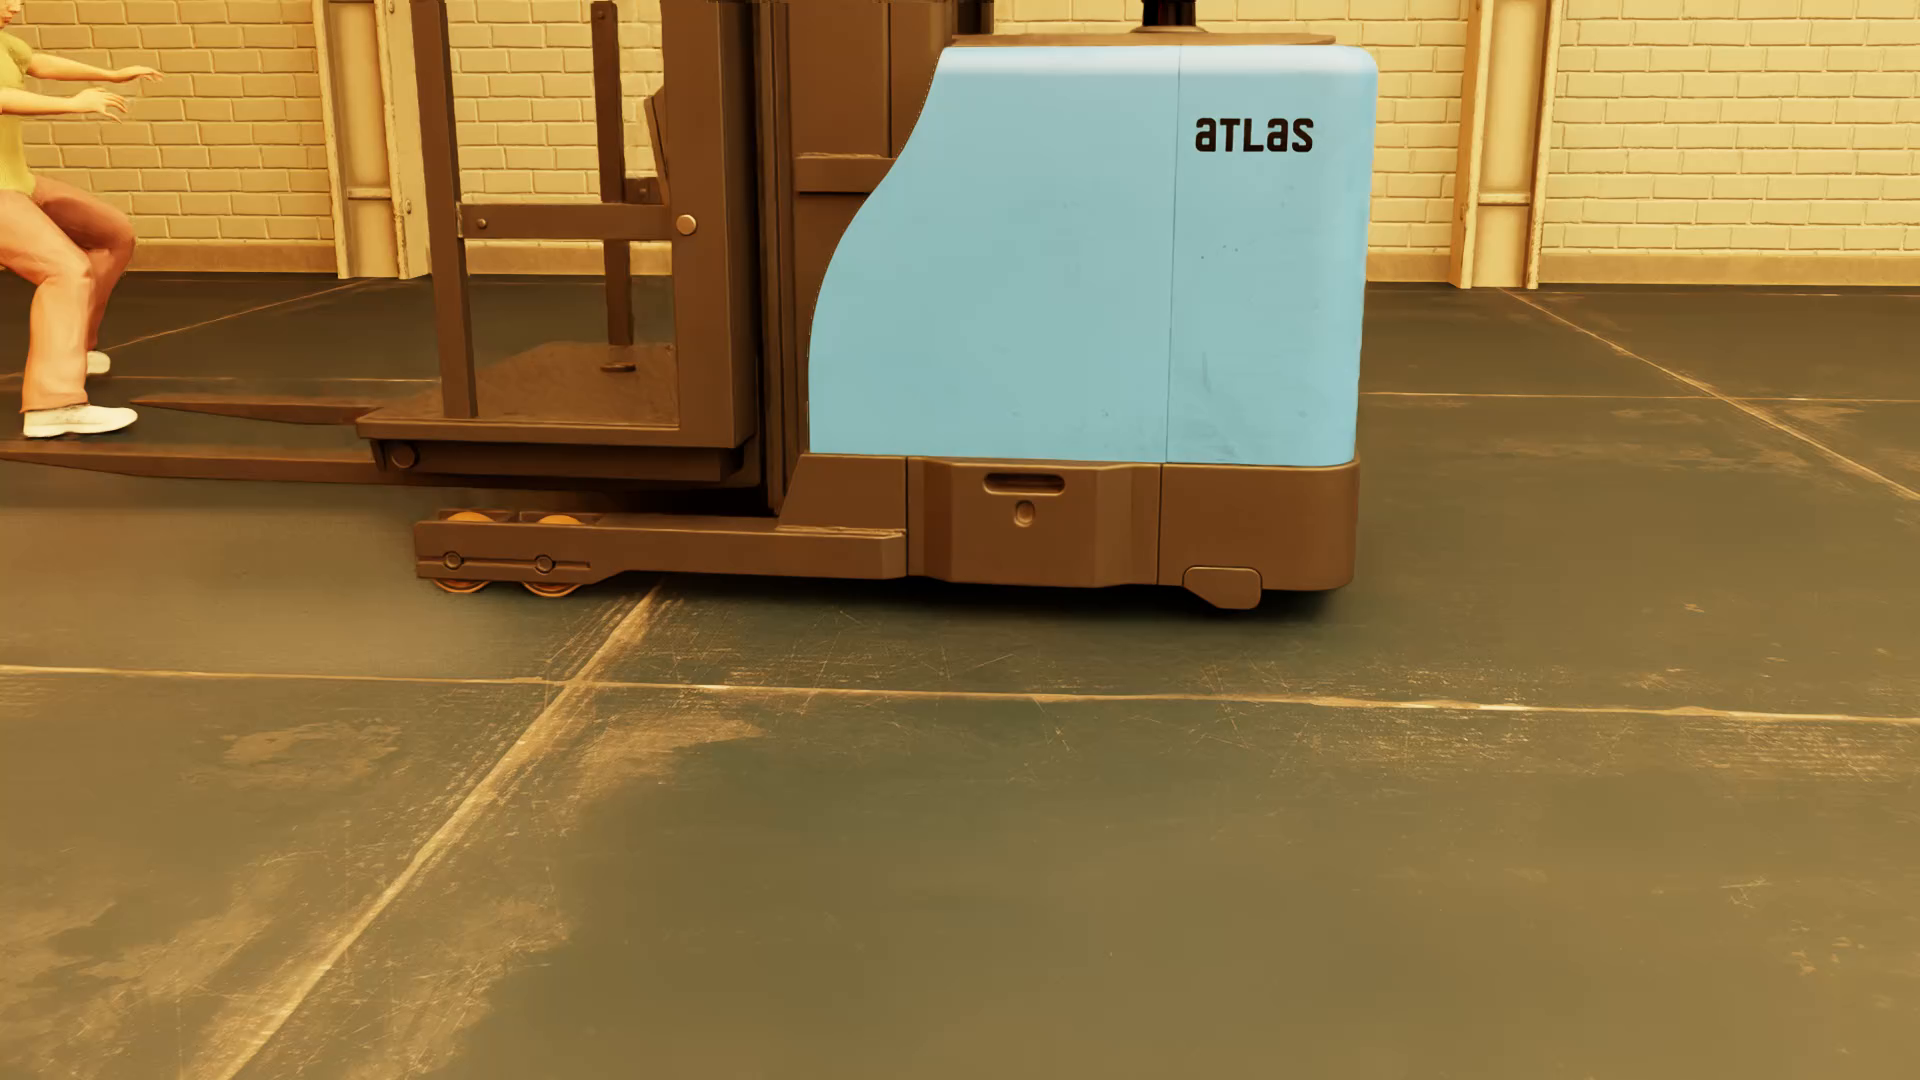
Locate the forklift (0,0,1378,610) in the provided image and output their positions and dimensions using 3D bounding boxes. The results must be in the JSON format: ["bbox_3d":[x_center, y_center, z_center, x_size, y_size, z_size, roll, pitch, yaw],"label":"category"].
[{"bbox_3d":[-0.676,-1.432,3.494,3.031,2.935,1.130,2,15,7],"label":"forklift"}]

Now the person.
[{"bbox_3d":[-2.869,-1.136,5.228,0.613,1.448,1.122,-3,15,-10],"label":"person"}]
